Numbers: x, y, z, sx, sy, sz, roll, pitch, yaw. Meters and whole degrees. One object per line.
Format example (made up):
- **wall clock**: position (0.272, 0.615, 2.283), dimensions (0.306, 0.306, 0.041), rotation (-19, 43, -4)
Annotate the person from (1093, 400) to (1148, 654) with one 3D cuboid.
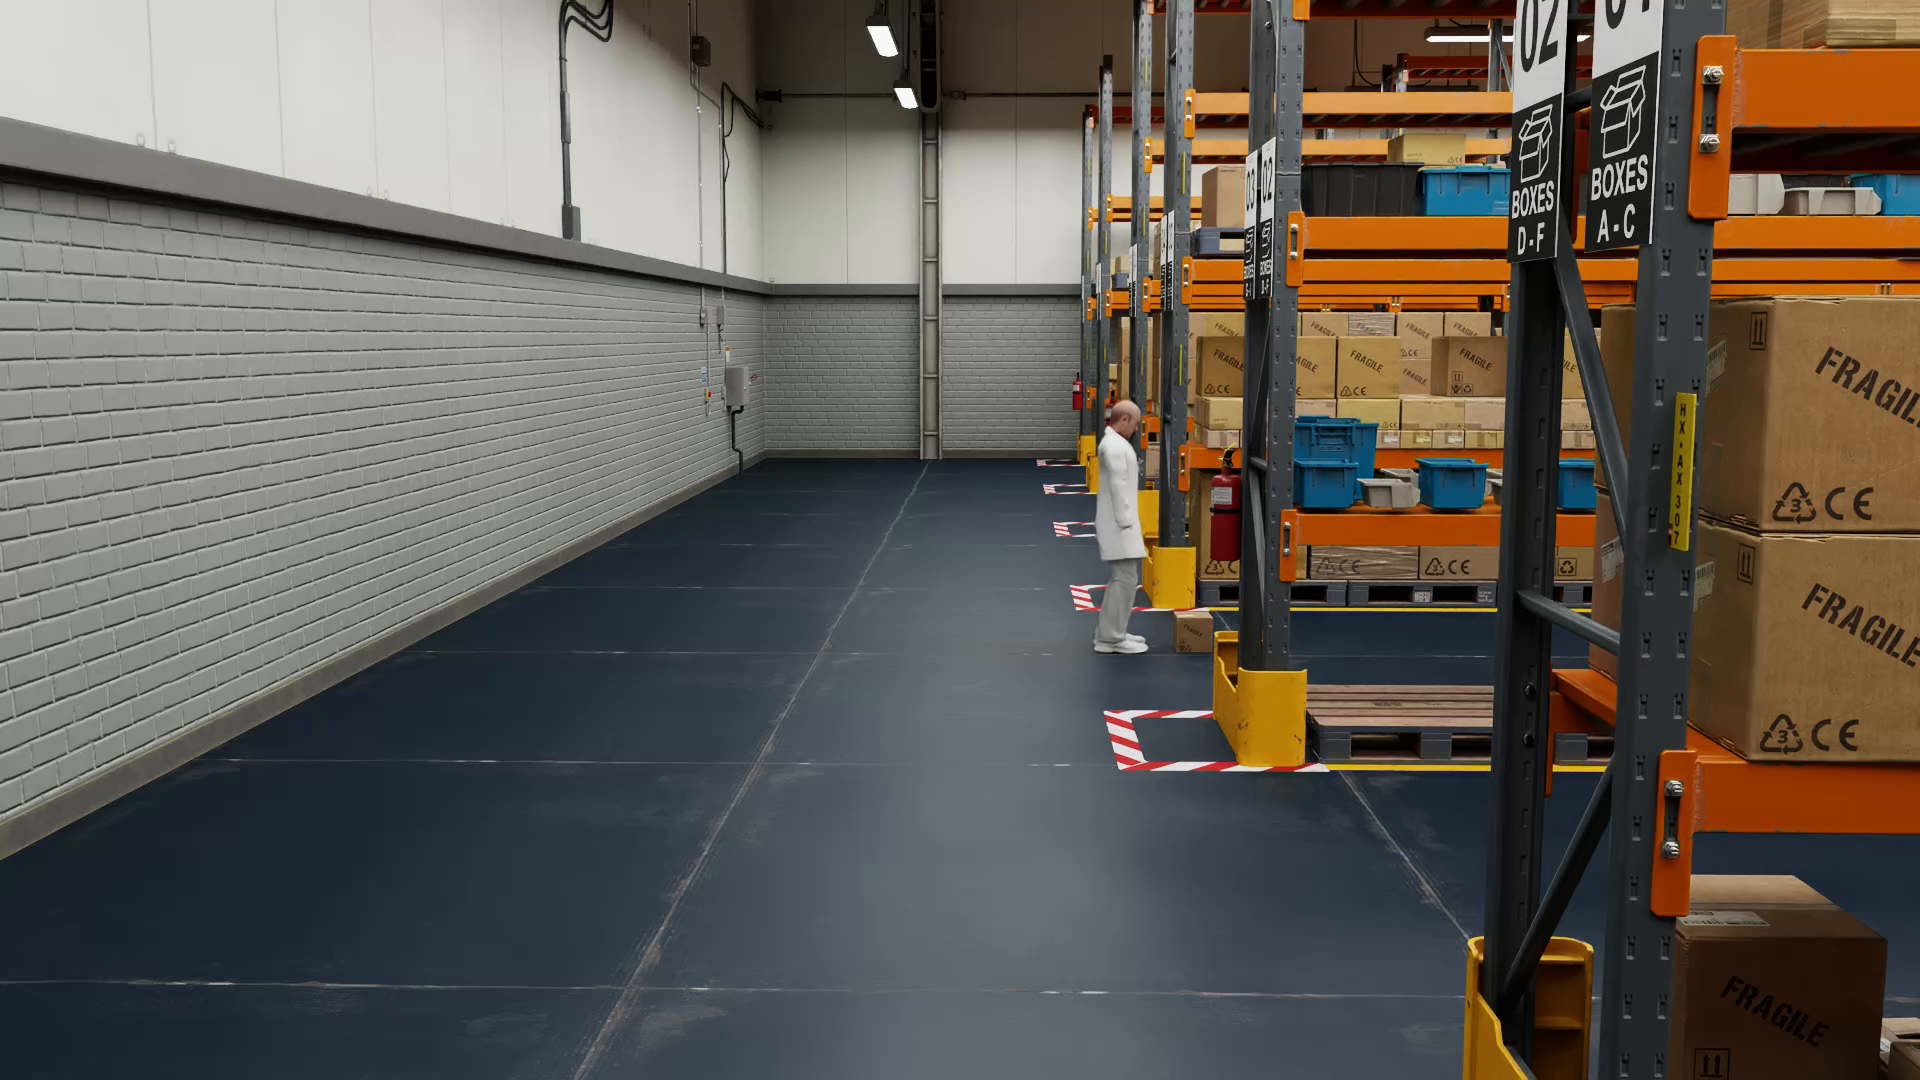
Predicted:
- **person**: position (1.136, -0.098, 11.716), dimensions (0.378, 1.761, 0.569), rotation (0, 7, 2)
